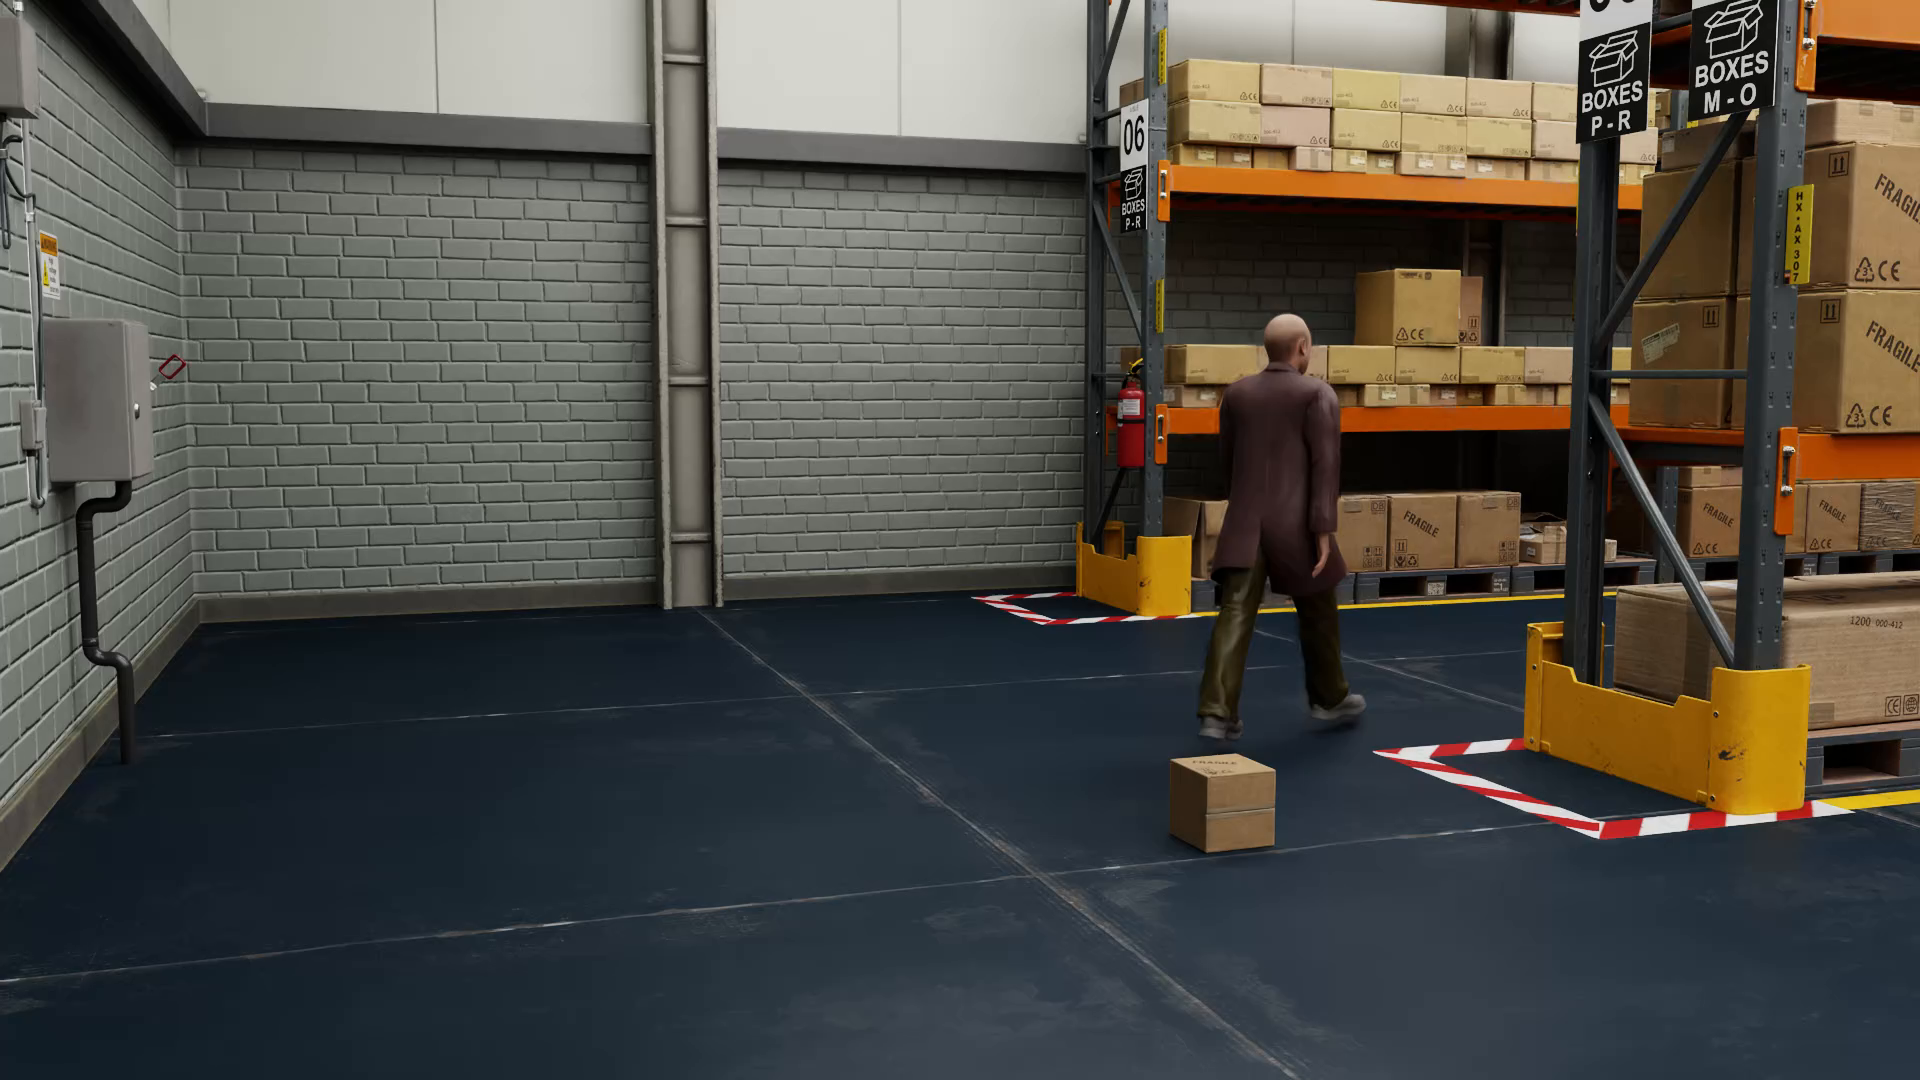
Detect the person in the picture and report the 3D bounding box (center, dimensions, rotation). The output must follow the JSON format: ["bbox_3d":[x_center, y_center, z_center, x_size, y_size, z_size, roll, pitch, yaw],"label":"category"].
[{"bbox_3d":[1.314,-0.067,6.804,0.590,1.703,1.175,4,7,32],"label":"person"}]
